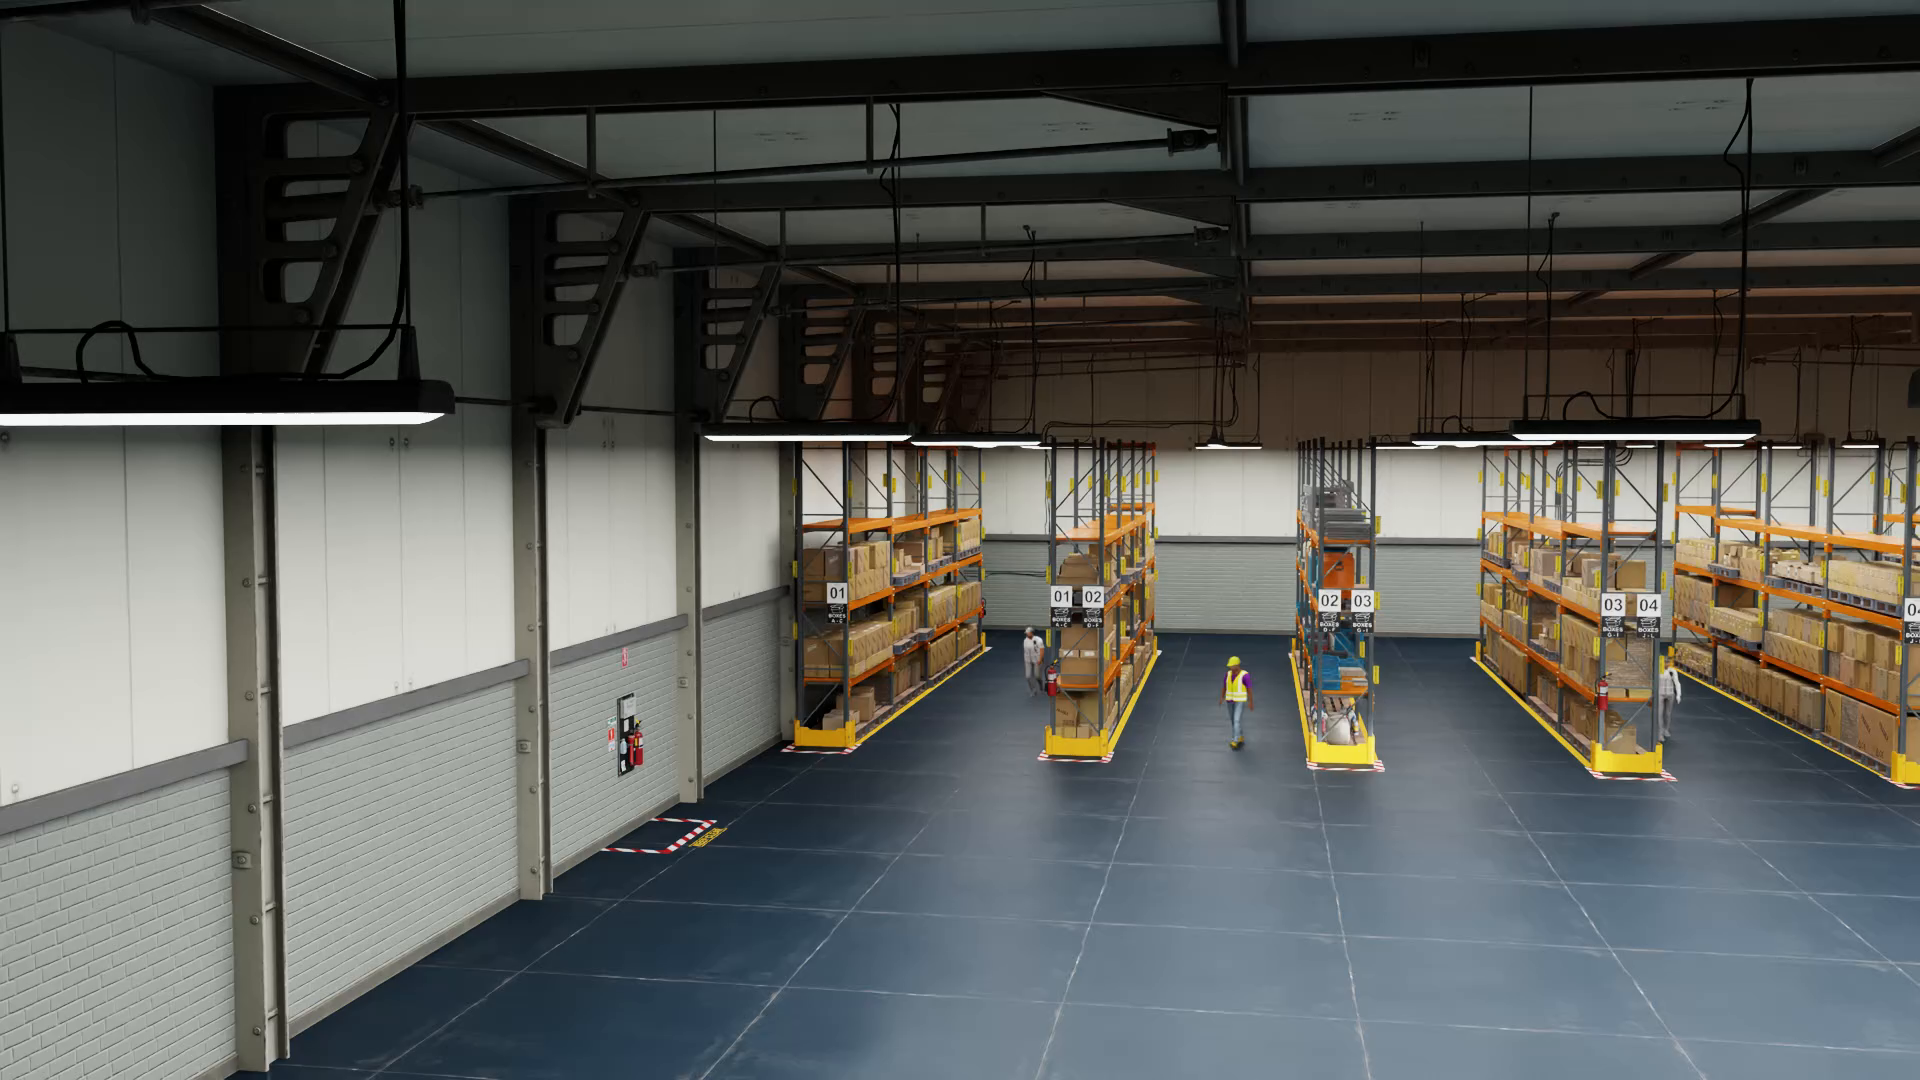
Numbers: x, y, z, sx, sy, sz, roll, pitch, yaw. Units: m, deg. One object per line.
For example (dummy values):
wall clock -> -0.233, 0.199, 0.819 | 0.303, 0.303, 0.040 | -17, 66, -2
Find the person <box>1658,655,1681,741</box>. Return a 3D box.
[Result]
person -> 14.102, 3.135, 33.209 | 0.535, 1.676, 0.653 | 1, 3, 18

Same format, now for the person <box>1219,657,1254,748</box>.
person -> 5.360, 3.144, 32.439 | 0.640, 1.740, 0.913 | 3, 4, 43

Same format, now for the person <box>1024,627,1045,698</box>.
person -> 1.741, 2.852, 39.037 | 0.538, 1.637, 0.567 | 1, 3, 23
